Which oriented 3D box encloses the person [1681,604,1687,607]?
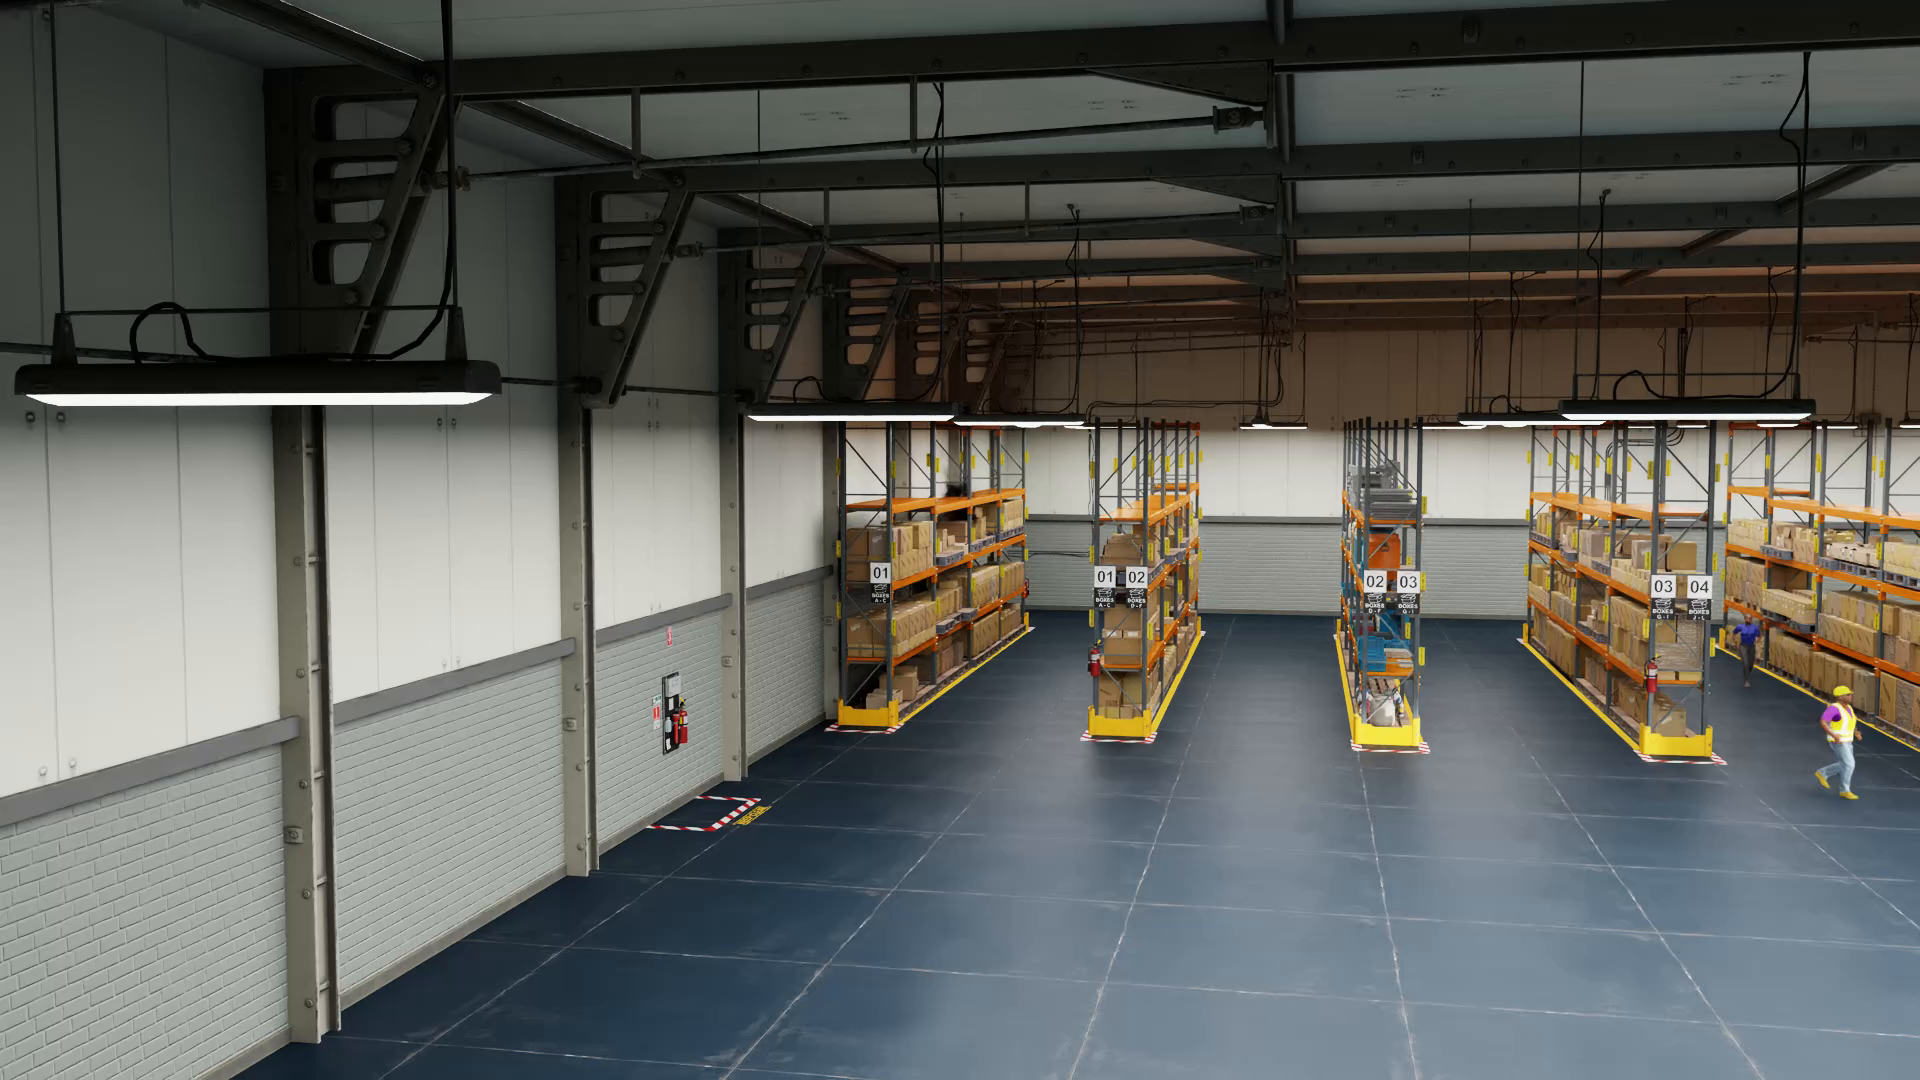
[{"bbox_3d":[18.859,2.019,44.115,0.804,1.778,0.718,2,4,22],"label":"person"}]

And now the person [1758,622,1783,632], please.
[{"bbox_3d":[21.873,1.942,44.966,0.929,1.718,0.760,-3,5,-41],"label":"person"}]

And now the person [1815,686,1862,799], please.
[{"bbox_3d":[13.801,3.160,26.159,0.713,1.749,0.729,-3,5,-39],"label":"person"}]

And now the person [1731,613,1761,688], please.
[{"bbox_3d":[17.703,2.466,37.446,0.577,1.647,0.809,1,4,11],"label":"person"}]
